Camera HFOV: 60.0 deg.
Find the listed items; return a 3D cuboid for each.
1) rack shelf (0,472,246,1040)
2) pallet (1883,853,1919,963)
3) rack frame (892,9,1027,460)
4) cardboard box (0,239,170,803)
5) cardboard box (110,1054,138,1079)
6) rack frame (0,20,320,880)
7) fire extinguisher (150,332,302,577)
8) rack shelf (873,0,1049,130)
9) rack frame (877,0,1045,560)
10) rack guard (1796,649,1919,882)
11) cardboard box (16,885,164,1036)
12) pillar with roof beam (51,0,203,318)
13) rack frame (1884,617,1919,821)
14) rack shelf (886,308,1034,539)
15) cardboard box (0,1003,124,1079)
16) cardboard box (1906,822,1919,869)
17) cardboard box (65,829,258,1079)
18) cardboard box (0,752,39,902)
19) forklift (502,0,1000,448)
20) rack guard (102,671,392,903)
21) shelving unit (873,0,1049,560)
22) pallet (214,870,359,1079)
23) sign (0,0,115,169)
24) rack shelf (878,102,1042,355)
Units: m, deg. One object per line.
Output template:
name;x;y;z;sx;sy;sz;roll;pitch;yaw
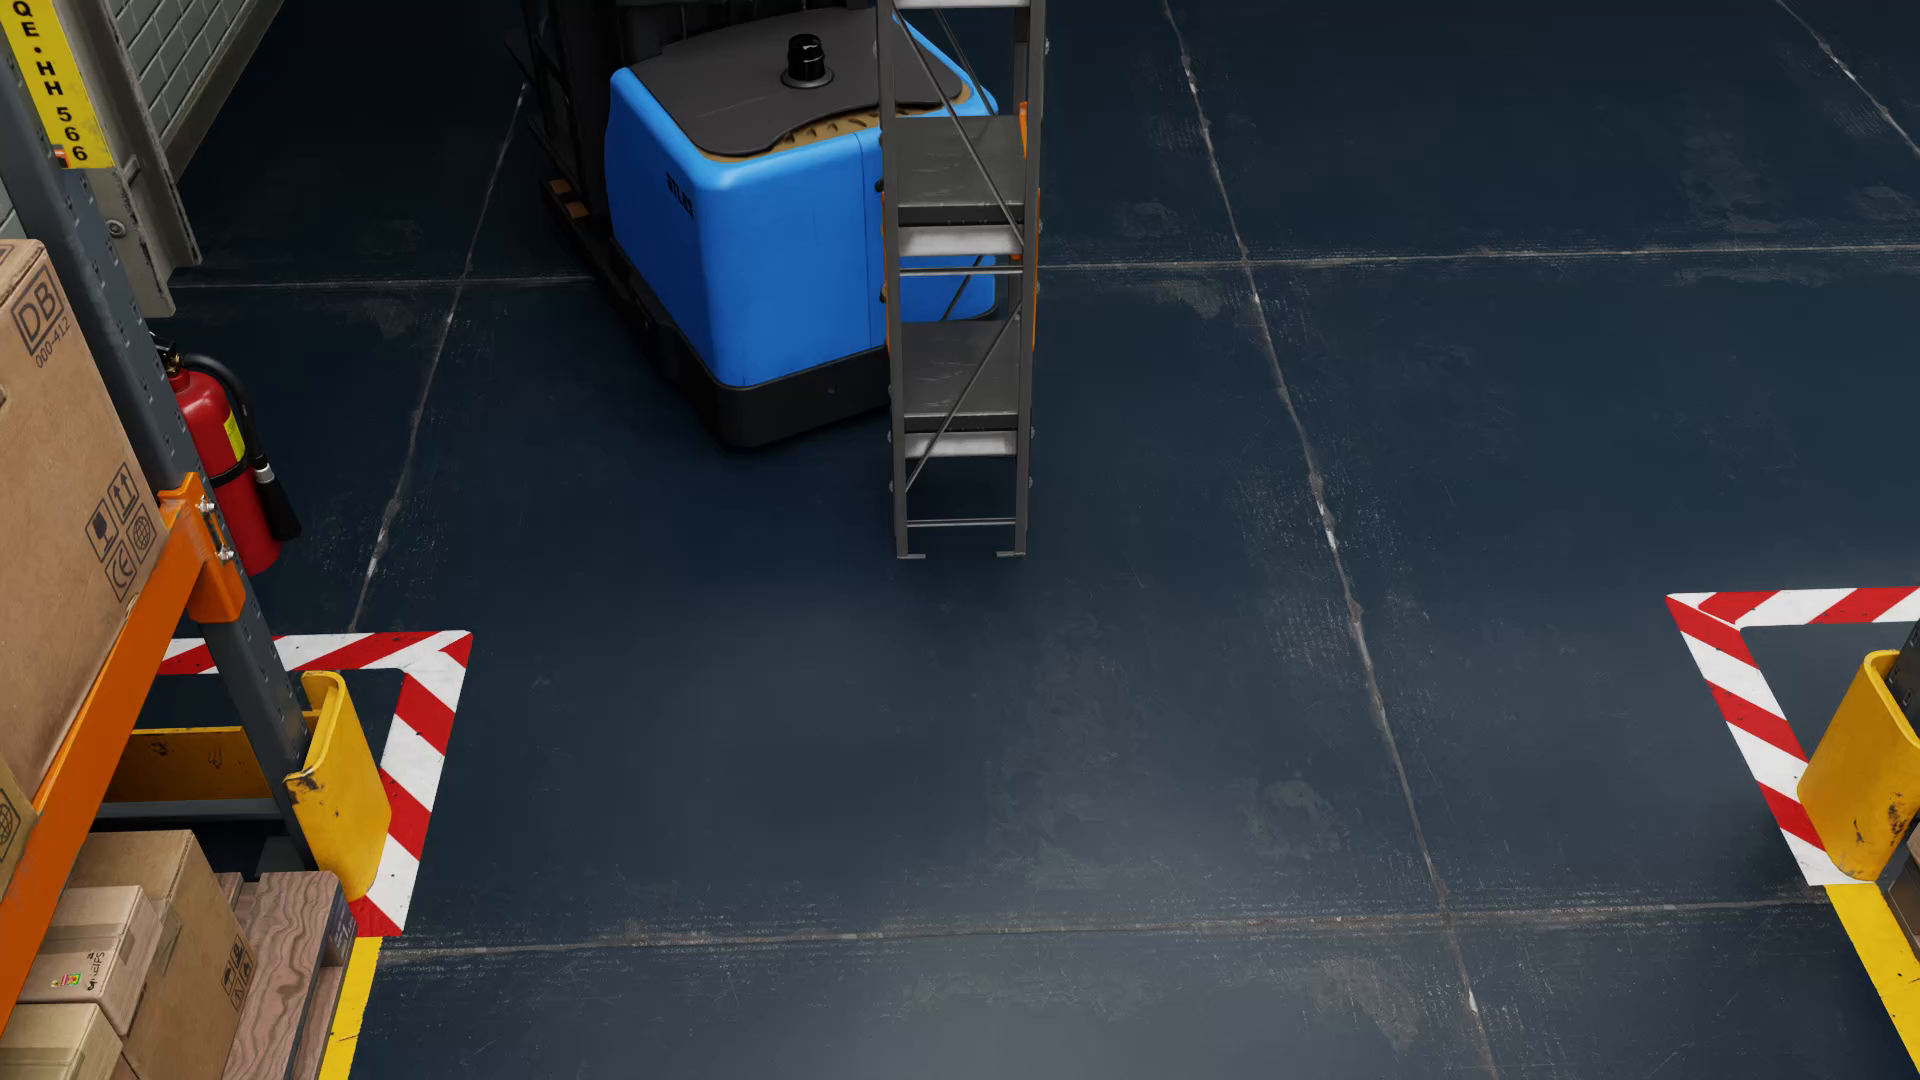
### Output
rack shelf;-2.014;1.352;2.087;1.077;0.370;4.000;-2;43;-2
pallet;2.888;1.210;3.774;1.003;0.211;1.213;-2;43;-2
rack frame;-0.017;-1.051;4.842;0.400;2.100;0.015;-2;43;-2
cardboard box;-2.067;-0.029;2.840;0.980;0.700;0.700;0;43;0
cardboard box;-1.948;1.311;3.139;0.700;0.500;0.500;-2;43;-2
rack frame;-2.099;-0.263;3.317;1.000;3.000;0.127;-2;43;-2
fire extinguisher;-1.644;-0.212;3.595;0.296;0.674;0.183;-2;43;-2
rack shelf;-0.007;-1.392;4.199;0.431;0.518;0.480;-2;43;-2
rack frame;0.003;-0.721;4.483;0.400;2.100;0.015;-2;43;-2
rack guard;2.853;0.565;4.263;1.175;0.500;0.348;-2;43;-2
cardboard box;-1.782;0.816;3.199;0.380;0.149;0.250;-2;43;-2
pillar with roof beam;1.223;-4.396;3.386;9.100;9.000;0.400;-2;43;-2
rack frame;2.850;-0.408;3.475;1.000;3.000;0.127;-2;43;-2
rack shelf;-0.007;-0.360;5.145;0.431;0.518;0.480;-2;43;-2
cardboard box;-1.770;0.988;3.011;0.380;0.149;0.250;-1;43;-1
cardboard box;2.524;0.774;3.970;0.380;0.149;0.250;-2;43;-2
cardboard box;-1.969;0.973;3.507;0.700;0.500;0.500;-2;43;-2
cardboard box;-2.025;0.461;2.305;0.980;0.700;0.700;-2;43;-2
forklift;-1.010;-2.373;5.669;1.130;2.935;3.031;-20;46;-21
rack guard;-2.100;0.642;4.179;1.175;0.500;0.348;-2;43;-2
shelving unit;-0.007;-0.886;4.662;0.431;2.100;0.503;-2;43;-2
pallet;-1.987;1.303;3.673;1.003;0.211;1.213;-2;43;-2
sign;-1.556;-0.783;2.852;0.100;0.325;0.005;-2;43;-2
rack shelf;-0.007;-0.876;4.672;0.431;0.518;0.480;-2;43;-2
